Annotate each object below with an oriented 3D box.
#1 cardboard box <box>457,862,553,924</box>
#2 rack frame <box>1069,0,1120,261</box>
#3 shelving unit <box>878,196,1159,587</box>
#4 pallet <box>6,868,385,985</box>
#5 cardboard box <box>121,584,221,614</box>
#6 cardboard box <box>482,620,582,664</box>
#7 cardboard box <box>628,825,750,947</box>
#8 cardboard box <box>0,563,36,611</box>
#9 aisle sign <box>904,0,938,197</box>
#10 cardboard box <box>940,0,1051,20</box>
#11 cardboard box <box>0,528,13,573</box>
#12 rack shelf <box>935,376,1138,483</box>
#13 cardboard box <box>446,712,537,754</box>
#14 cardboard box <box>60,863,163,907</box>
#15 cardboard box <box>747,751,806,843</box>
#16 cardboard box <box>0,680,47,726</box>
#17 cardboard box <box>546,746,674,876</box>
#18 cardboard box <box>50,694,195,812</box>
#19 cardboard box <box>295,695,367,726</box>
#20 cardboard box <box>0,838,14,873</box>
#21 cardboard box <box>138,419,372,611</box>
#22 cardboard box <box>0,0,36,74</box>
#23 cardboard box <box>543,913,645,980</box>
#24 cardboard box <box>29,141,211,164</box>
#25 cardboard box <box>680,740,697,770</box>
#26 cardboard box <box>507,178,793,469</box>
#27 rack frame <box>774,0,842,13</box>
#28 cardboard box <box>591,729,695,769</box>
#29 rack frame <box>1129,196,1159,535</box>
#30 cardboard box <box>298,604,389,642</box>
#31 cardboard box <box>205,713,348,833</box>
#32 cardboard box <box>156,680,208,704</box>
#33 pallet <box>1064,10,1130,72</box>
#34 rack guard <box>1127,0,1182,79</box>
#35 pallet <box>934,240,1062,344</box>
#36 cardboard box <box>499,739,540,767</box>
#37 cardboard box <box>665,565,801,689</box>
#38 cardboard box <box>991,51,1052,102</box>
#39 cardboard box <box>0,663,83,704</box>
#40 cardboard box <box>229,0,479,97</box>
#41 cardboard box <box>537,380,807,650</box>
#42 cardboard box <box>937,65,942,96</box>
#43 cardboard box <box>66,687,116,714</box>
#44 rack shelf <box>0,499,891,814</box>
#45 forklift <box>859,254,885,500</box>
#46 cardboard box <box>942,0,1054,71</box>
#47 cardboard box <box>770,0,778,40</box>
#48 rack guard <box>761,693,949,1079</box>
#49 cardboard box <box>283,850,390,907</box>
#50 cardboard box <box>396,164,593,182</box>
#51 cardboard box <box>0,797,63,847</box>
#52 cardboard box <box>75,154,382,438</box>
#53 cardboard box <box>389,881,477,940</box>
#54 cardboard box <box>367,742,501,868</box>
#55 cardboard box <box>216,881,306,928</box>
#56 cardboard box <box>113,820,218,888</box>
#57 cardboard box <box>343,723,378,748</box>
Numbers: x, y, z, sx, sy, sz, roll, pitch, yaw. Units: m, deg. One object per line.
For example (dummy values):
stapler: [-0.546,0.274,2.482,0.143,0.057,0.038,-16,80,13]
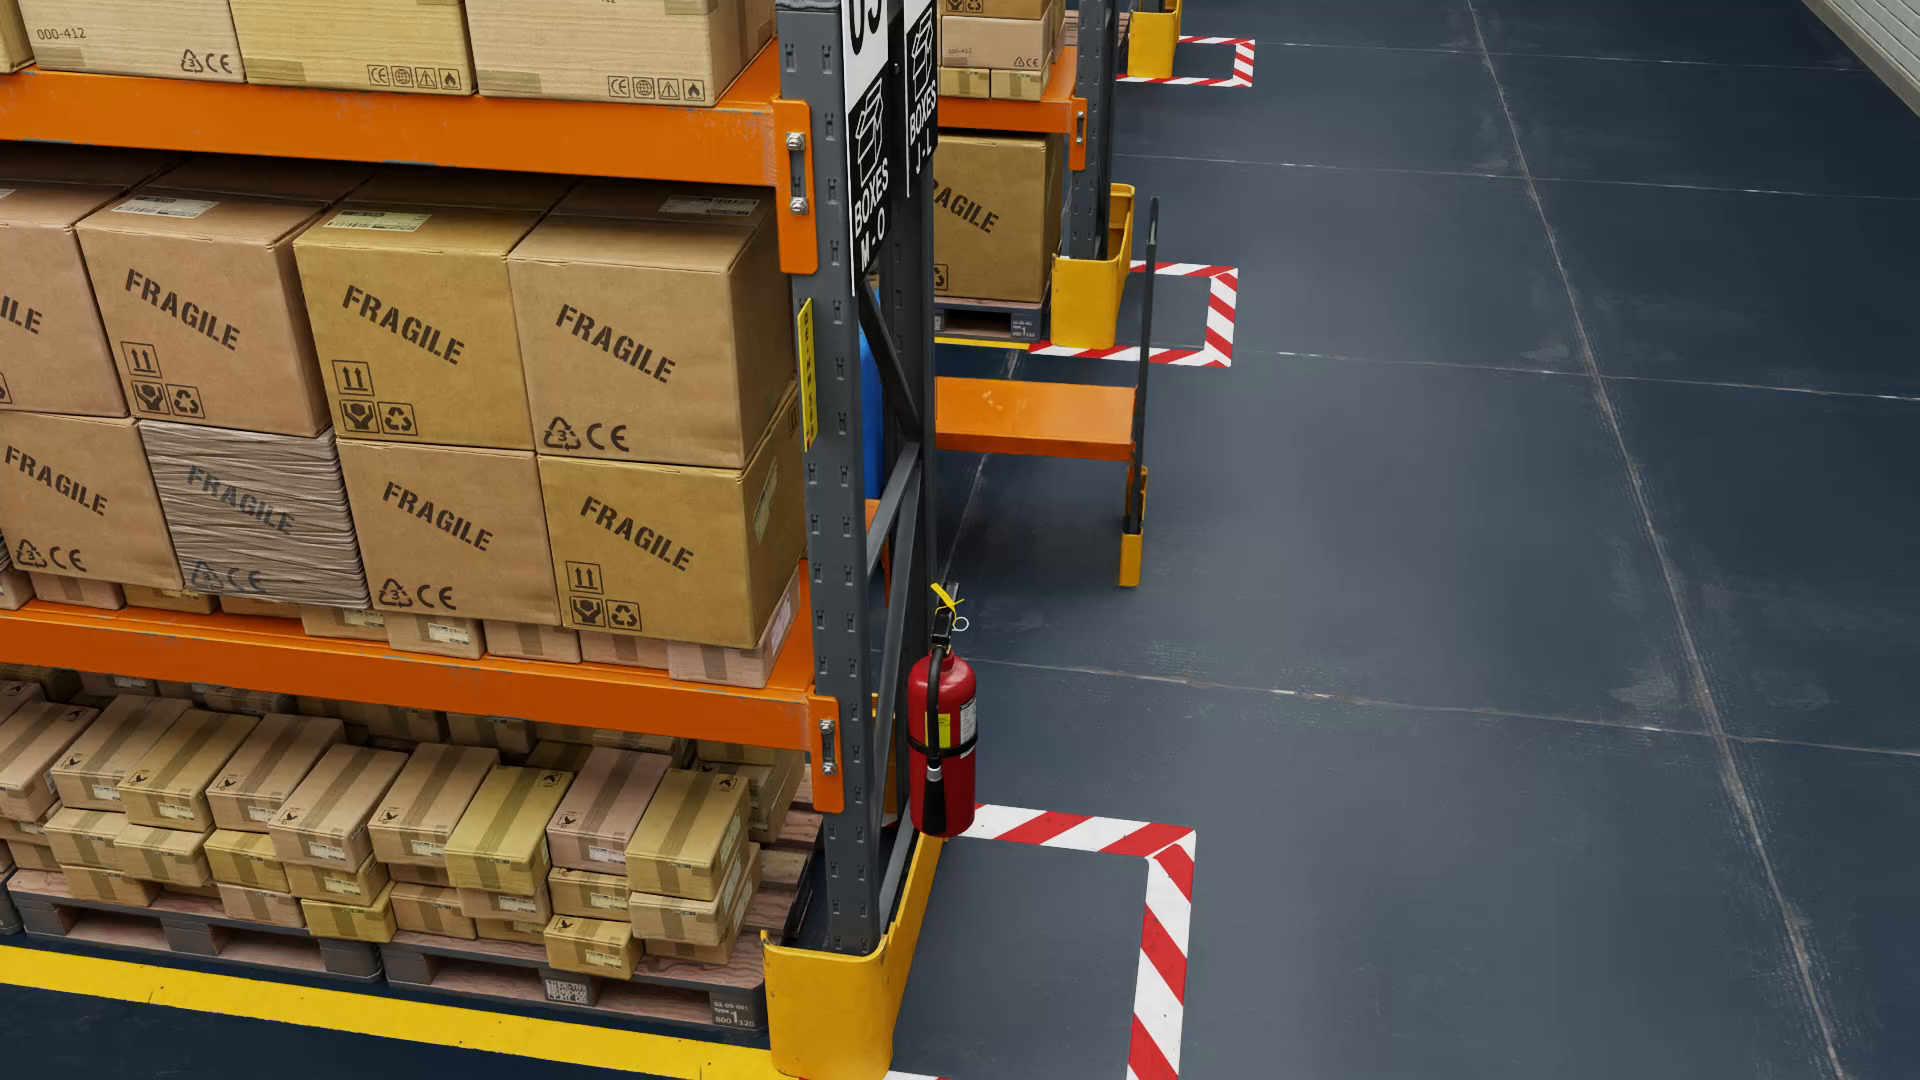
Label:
cardboard box: [-1.296,0.943,4.928,0.250,0.149,0.380,4,32,6]
rack frame: [0.719,-2.603,8.582,0.127,3.000,1.000,5,32,8]
shelving unit: [0.248,-0.630,6.843,1.083,1.500,0.587,4,32,6]
pallet: [-2.284,0.956,5.524,1.213,0.211,1.003,5,32,8]
cardboard box: [-2.104,0.031,4.611,0.250,0.149,0.380,6,32,9]
cardboard box: [-1.073,0.151,4.419,0.250,0.149,0.380,5,32,8]
cardboard box: [-0.784,0.988,4.855,0.250,0.149,0.380,4,32,7]
cardboard box: [-2.628,0.020,4.628,0.250,0.149,0.380,7,33,10]
aisle sign: [-0.093,-1.271,4.003,0.004,0.787,0.394,5,32,8]
cardboard box: [0.194,-2.890,8.194,0.500,0.500,0.500,6,32,9]
cardboard box: [-2.733,-0.264,4.469,0.500,0.500,0.500,5,32,7]
rack shelf: [0.239,-0.478,6.940,1.000,0.185,0.538,4,32,6]
cardboard box: [-1.452,0.505,5.346,0.250,0.149,0.380,4,32,6]
cardboard box: [-2.568,0.950,5.196,0.250,0.149,0.380,4,32,7]
cardboard box: [-0.678,0.798,5.439,0.250,0.149,0.380,6,33,9]
cardboard box: [-3.074,0.606,5.186,0.250,0.149,0.380,4,32,7]
cardboard box: [-1.018,0.793,4.887,0.250,0.149,0.380,6,33,9]
cardboard box: [-2.554,0.652,5.111,0.250,0.149,0.380,4,32,6]
cardboard box: [-1.976,0.428,5.469,0.250,0.149,0.380,6,32,9]
cardboard box: [-3.079,0.871,5.323,0.250,0.149,0.380,5,32,7]
cardboard box: [-1.710,-0.181,4.338,0.500,0.500,0.500,5,32,8]
cardboard box: [-2.227,-1.259,3.748,0.500,0.250,0.500,7,33,10]
cardboard box: [-1.040,1.104,4.950,0.250,0.149,0.380,6,33,10]
cardboard box: [-2.124,-0.933,4.596,0.500,0.500,0.500,4,32,7]
cardboard box: [-0.949,0.651,5.394,0.250,0.149,0.380,5,32,8]
cardboard box: [-0.708,-0.521,3.939,0.500,0.500,0.500,5,32,7]
rack frame: [-0.216,-2.561,2.860,0.127,3.000,1.000,5,32,8]
cardboard box: [-0.967,0.574,5.237,0.250,0.149,0.380,6,33,9]
rack frame: [0.743,-0.596,6.788,0.032,1.500,0.500,4,32,6]
cardboard box: [-1.583,0.101,4.498,0.250,0.149,0.380,4,32,6]
cardboard box: [-2.055,0.703,5.030,0.250,0.149,0.380,4,32,7]
cardboard box: [-2.466,0.376,5.552,0.250,0.149,0.380,4,32,6]
pallet: [0.745,-4.106,13.610,1.213,0.211,1.003,5,32,8]
rack guard: [1.578,-4.139,13.391,0.348,0.500,1.175,5,32,8]
pallet: [-0.083,-1.452,9.371,1.213,0.211,1.003,5,32,8]
cardboard box: [-1.440,0.596,5.482,0.250,0.149,0.380,6,33,10]
cardboard box: [-0.584,0.207,4.329,0.250,0.149,0.380,5,32,8]
cardboard box: [0.312,-2.356,8.424,0.250,0.149,0.380,6,33,9]
cardboard box: [-3.016,0.383,5.541,0.250,0.149,0.380,6,33,10]
cardboard box: [-1.213,-1.170,3.607,0.500,0.250,0.500,5,32,8]
cardboard box: [-0.702,-0.092,4.196,0.500,0.500,0.500,6,33,9]
cardboard box: [-0.193,-2.402,8.497,0.250,0.149,0.380,5,32,8]
cardboard box: [-2.773,0.509,5.620,0.250,0.149,0.380,6,33,9]
rack shelf: [-2.187,0.108,4.928,4.000,0.370,1.077,5,32,8]
forklift: [-1.786,-1.426,6.766,3.031,2.935,1.130,4,32,6]
cardboard box: [0.196,-2.570,8.390,0.500,0.250,0.500,5,32,7]
cardboard box: [-0.615,-1.400,3.974,0.500,0.250,0.500,6,33,10]
rack guard: [-0.290,1.034,5.126,0.348,0.500,1.175,5,32,8]
cardboard box: [-1.809,0.903,4.991,0.250,0.149,0.380,6,32,9]
cardboard box: [-1.112,-0.831,4.434,0.500,0.500,0.500,6,33,10]
cardboard box: [-2.811,0.770,5.204,0.250,0.149,0.380,7,33,10]
cardboard box: [-1.722,-0.608,4.078,0.500,0.500,0.500,7,33,11]
cardboard box: [-1.532,1.020,5.084,0.250,0.149,0.380,5,32,9]
cardboard box: [-1.539,0.780,4.907,0.250,0.149,0.380,4,32,6]
cardboard box: [-2.060,0.995,5.124,0.250,0.149,0.380,6,33,9]
cardboard box: [-2.335,0.861,5.059,0.250,0.149,0.380,5,32,9]
cardboard box: [-1.992,0.619,5.444,0.250,0.149,0.380,7,33,11]
